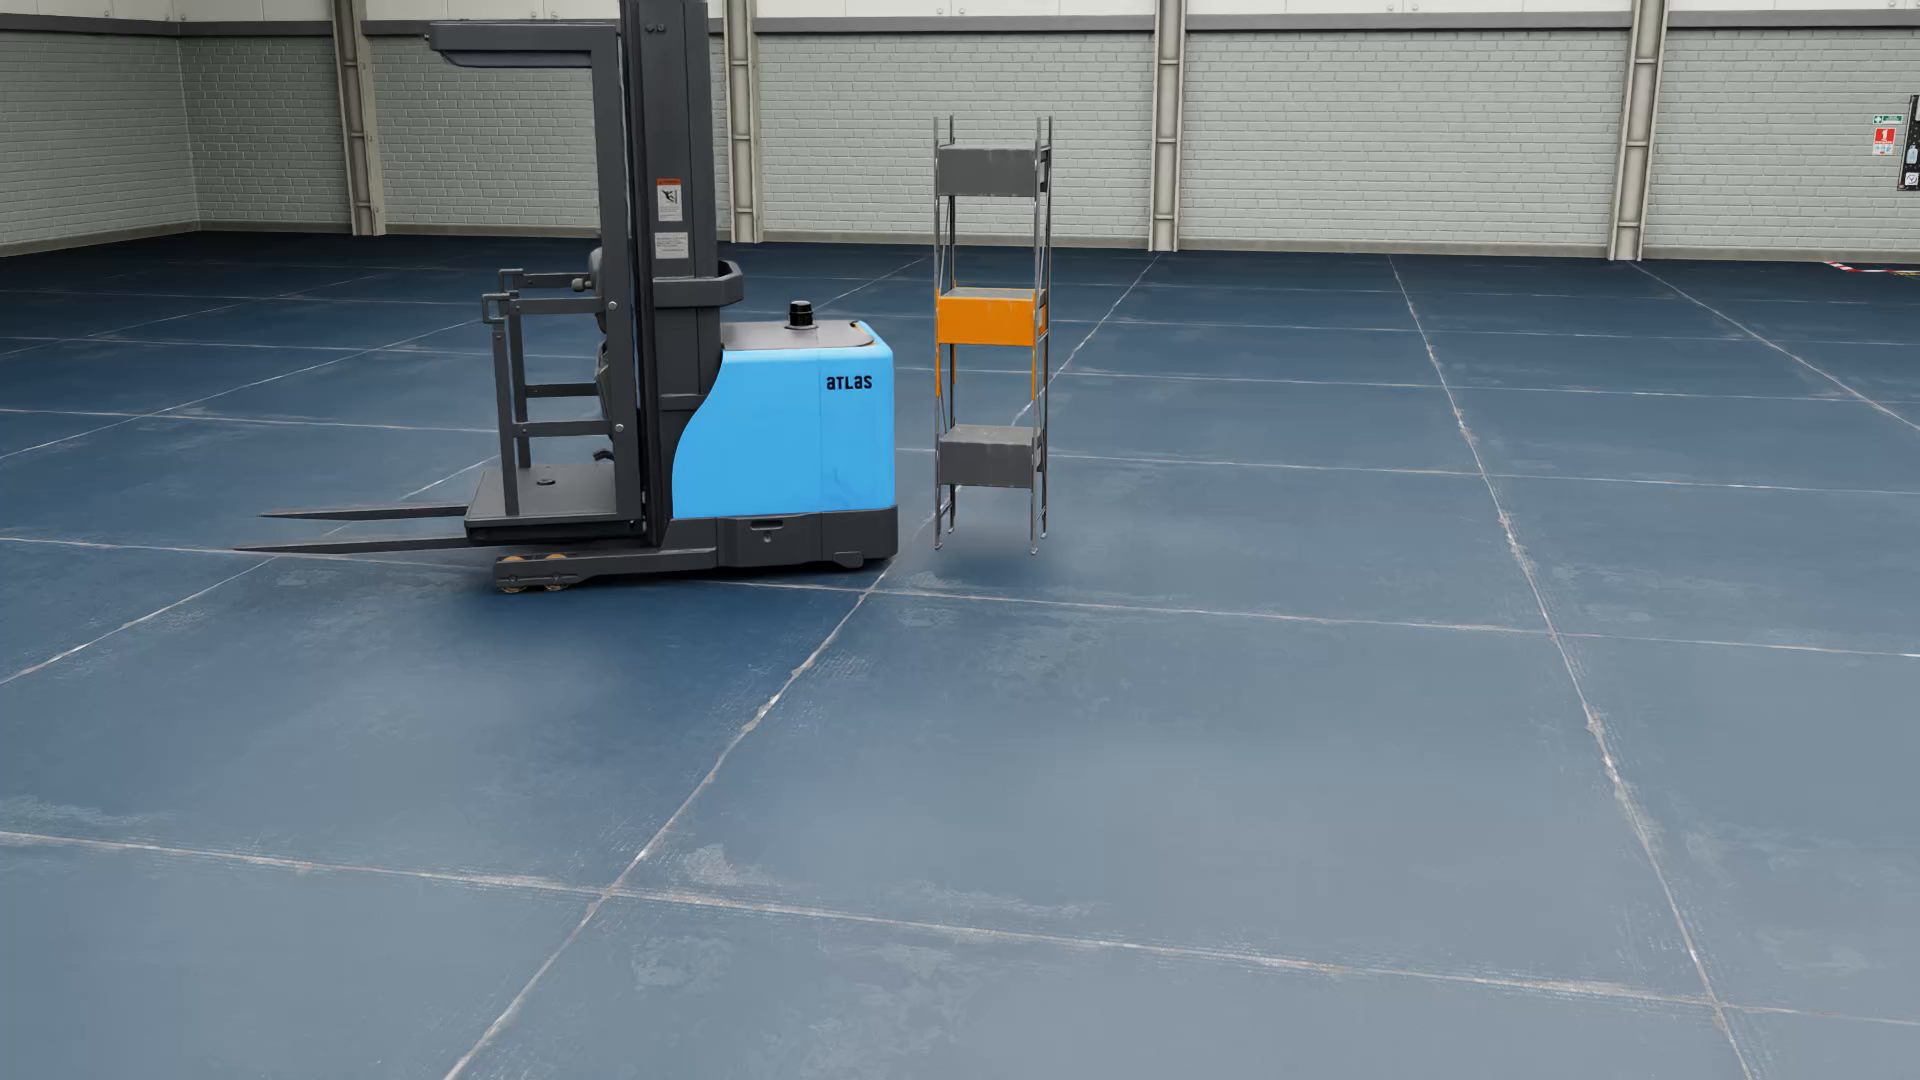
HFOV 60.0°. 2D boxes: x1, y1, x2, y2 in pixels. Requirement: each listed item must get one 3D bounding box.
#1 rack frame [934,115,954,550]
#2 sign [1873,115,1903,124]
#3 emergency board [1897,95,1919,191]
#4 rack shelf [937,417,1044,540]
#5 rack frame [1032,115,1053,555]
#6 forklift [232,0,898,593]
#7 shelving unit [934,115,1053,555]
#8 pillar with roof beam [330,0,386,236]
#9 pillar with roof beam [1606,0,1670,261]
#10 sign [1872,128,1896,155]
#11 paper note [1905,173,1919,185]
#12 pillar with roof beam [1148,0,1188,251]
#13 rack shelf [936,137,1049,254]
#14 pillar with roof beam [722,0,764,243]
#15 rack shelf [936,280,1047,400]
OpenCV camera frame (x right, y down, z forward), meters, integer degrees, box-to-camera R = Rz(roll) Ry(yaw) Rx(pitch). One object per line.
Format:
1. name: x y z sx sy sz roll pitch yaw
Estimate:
1. rack frame: -0.077 -1.016 8.227 0.015 2.100 0.400 3 16 11
2. sign: 11.632 -5.273 20.848 0.331 0.109 0.001 3 16 11
3. emergency board: 12.146 -4.951 20.748 0.626 1.169 0.157 3 16 11
4. rack shelf: 0.162 -0.315 8.370 0.480 0.518 0.431 3 16 11
5. rack frame: 0.401 -0.990 8.133 0.015 2.100 0.400 3 16 11
6. forklift: -1.867 -1.322 7.775 3.031 2.935 1.130 -3 16 -11
7. shelving unit: 0.162 -1.003 8.180 0.503 2.100 0.431 3 16 11
8. pillar with roof beam: -9.812 -7.846 19.961 0.400 9.000 9.100 3 16 11
9. pillar with roof beam: 7.827 -6.889 16.504 0.400 9.000 9.100 3 16 11
10. sign: 11.630 -5.020 20.928 0.234 0.329 0.001 3 16 11
11. paper note: 11.991 -4.549 20.946 0.142 0.148 0.016 3 16 11
12. pillar with roof beam: 1.948 -7.208 17.656 0.400 9.000 9.100 3 16 11
13. rack shelf: 0.162 -1.665 7.997 0.480 0.518 0.431 3 16 11
14. pillar with roof beam: -3.932 -7.527 18.809 0.400 9.000 9.100 3 16 11
15. rack shelf: 0.162 -0.990 8.184 0.480 0.518 0.431 3 16 11
